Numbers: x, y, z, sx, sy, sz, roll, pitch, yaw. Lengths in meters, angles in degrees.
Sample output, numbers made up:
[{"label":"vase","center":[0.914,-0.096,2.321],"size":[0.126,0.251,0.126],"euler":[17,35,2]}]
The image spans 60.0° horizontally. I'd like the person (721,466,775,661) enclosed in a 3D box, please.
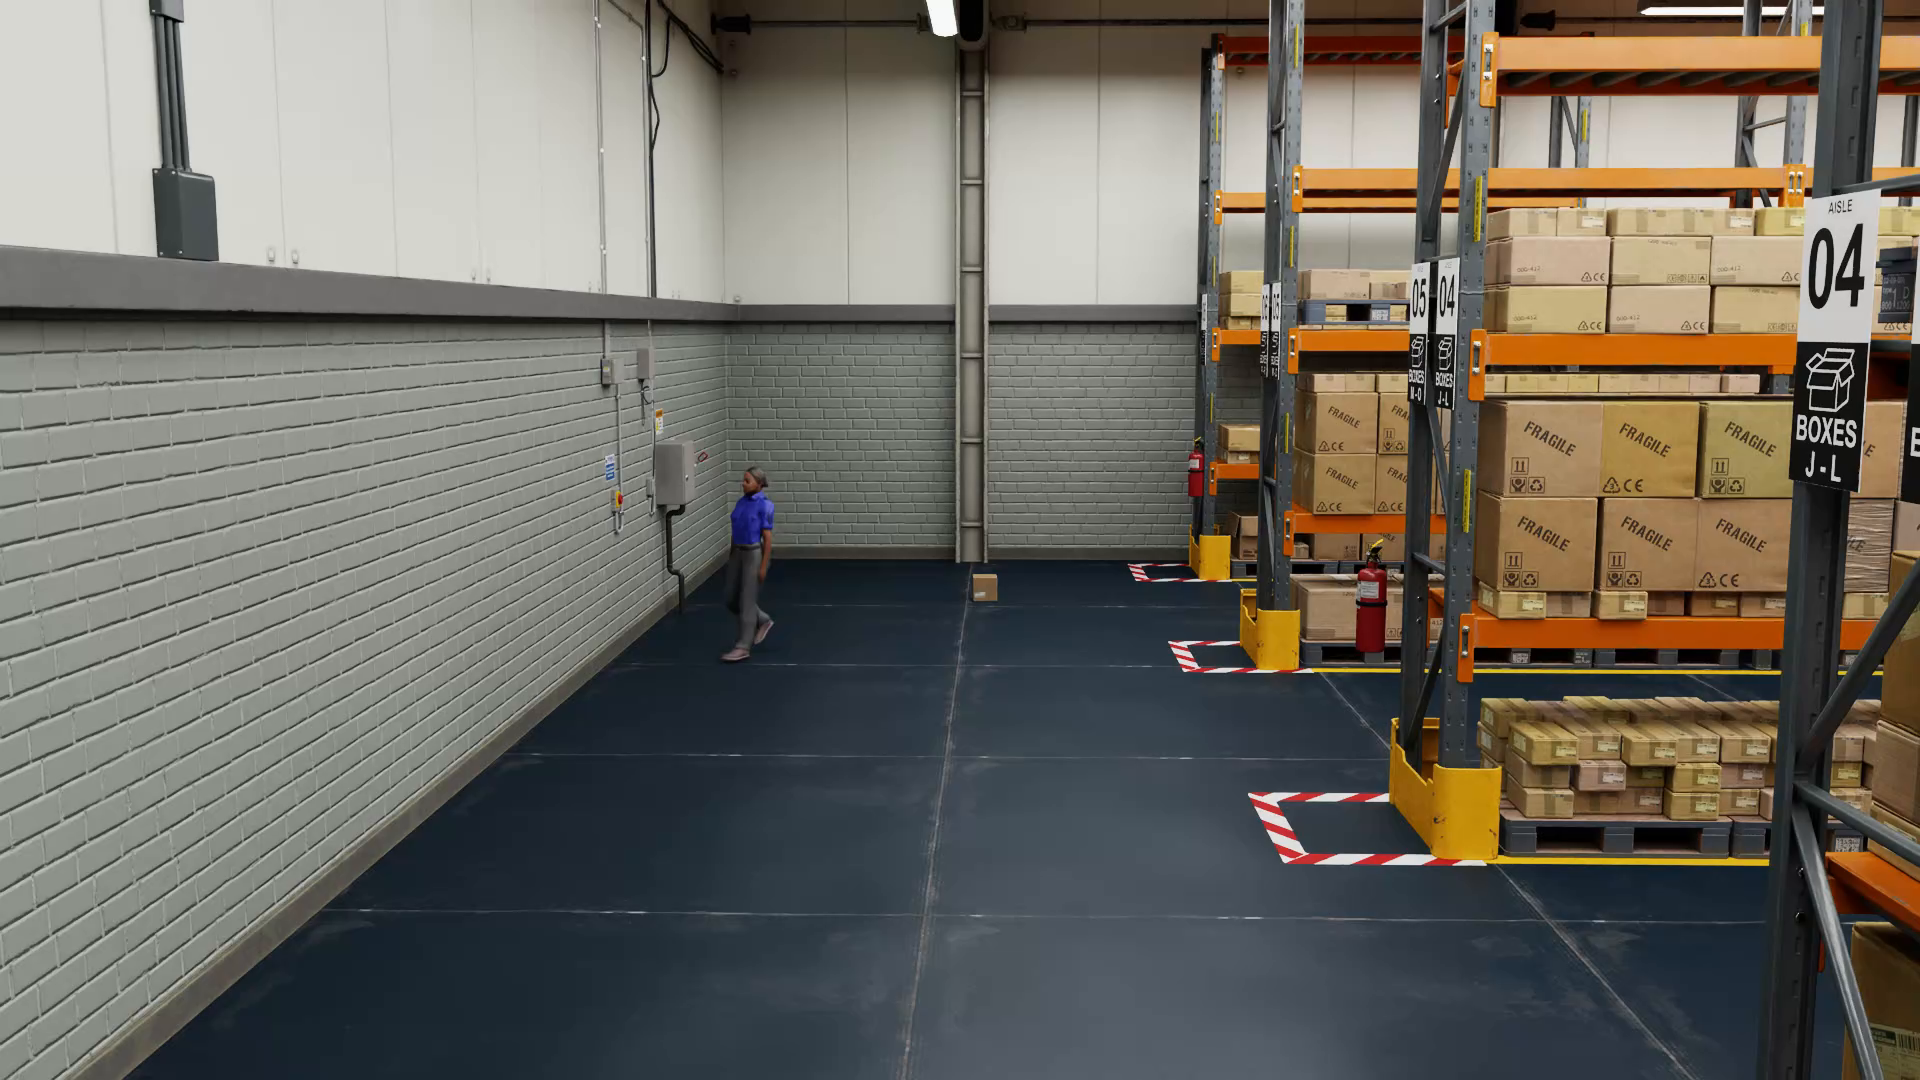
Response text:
[{"label":"person","center":[-1.830,0.183,14.324],"size":[0.461,1.632,0.732],"euler":[7,10,43]}]
